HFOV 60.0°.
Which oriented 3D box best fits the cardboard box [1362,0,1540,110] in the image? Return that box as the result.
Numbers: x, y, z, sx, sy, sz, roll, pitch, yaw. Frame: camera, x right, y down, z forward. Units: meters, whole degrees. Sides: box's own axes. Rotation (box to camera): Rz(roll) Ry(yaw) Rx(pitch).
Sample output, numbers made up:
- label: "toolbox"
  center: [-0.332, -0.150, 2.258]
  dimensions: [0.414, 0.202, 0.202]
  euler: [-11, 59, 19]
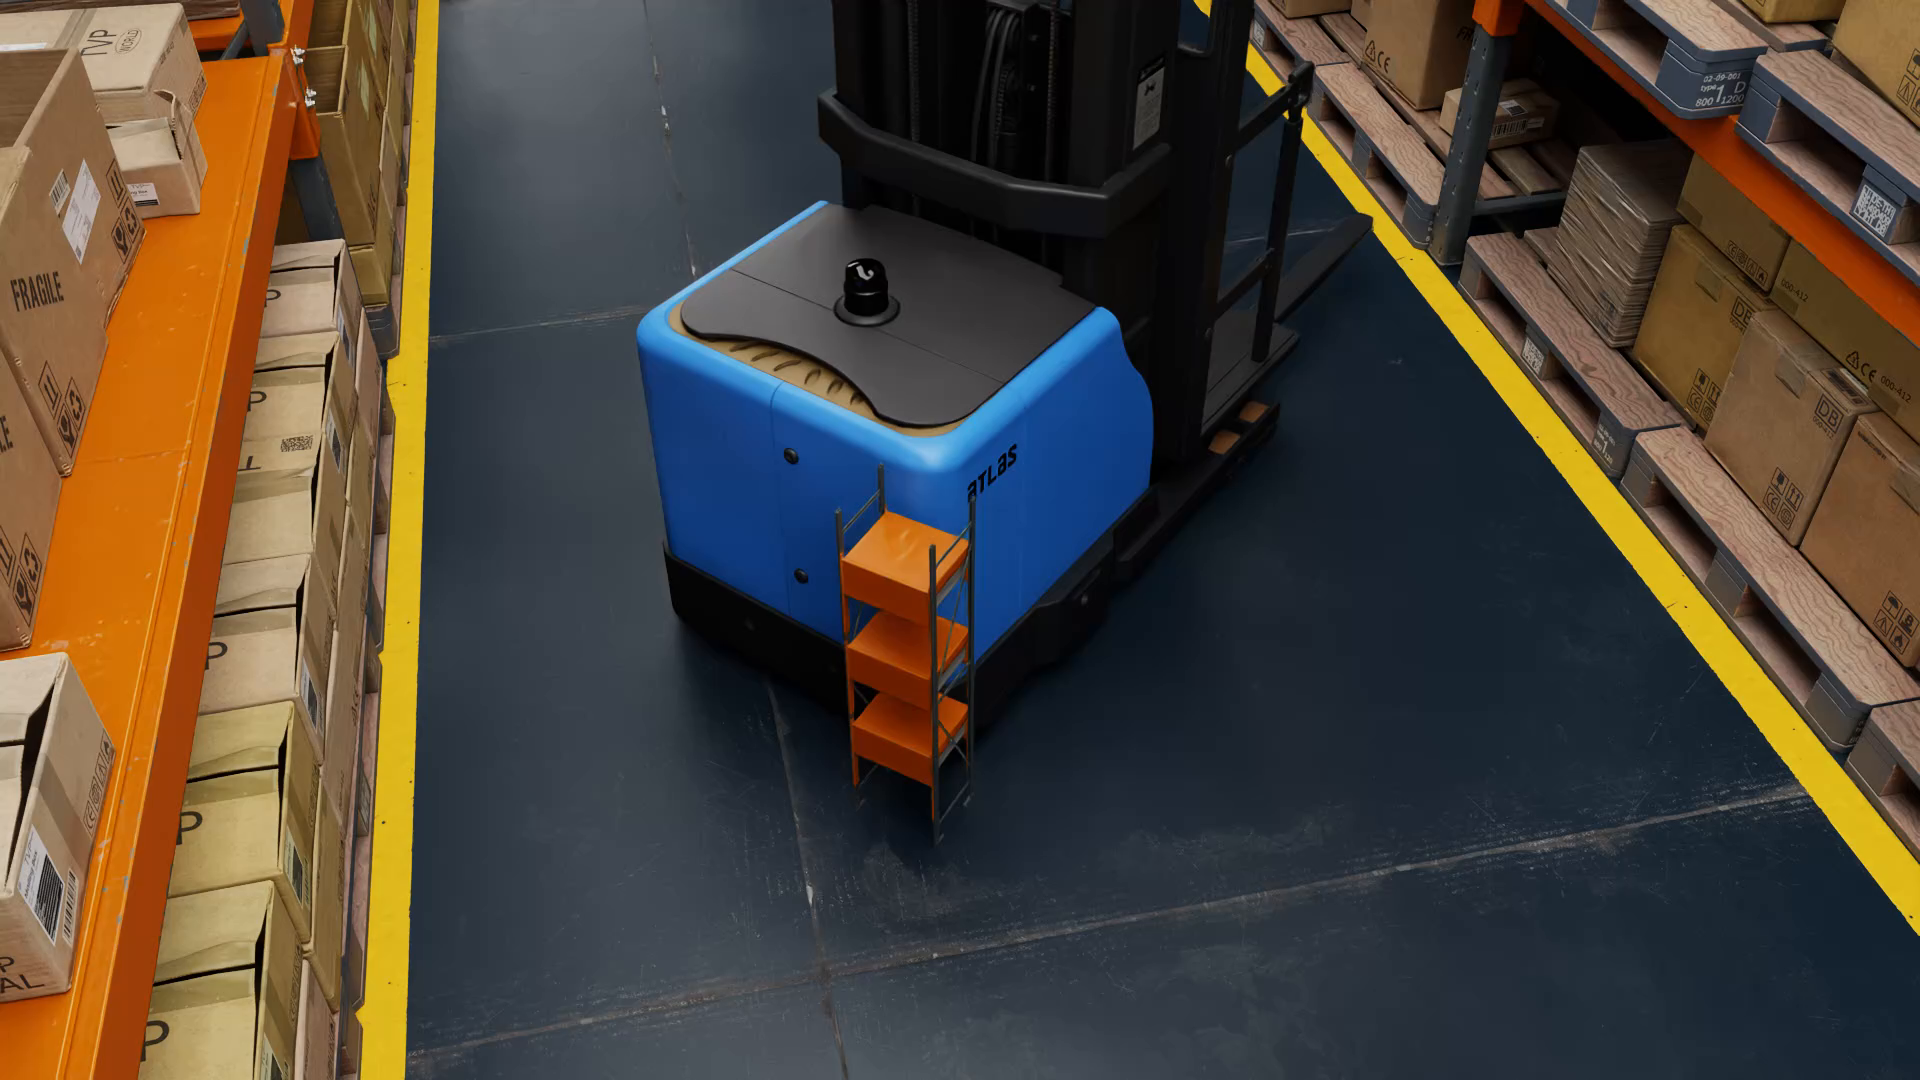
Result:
- label: "cardboard box"
  center: [2.068, -2.181, 6.999]
  dimensions: [0.500, 0.500, 0.500]
  euler: [-11, 43, -12]

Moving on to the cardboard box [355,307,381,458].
- label: "cardboard box"
  center: [-2.132, -0.473, 5.278]
  dimensions: [0.500, 0.250, 0.500]
  euler: [-9, 42, -10]

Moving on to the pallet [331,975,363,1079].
- label: "pallet"
  center: [-1.781, 1.525, 3.373]
  dimensions: [1.003, 0.211, 1.213]
  euler: [-8, 42, -9]

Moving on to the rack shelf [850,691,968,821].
- label: "rack shelf"
  center: [-0.123, 0.528, 4.299]
  dimensions: [0.240, 0.259, 0.215]
  euler: [20, 45, 21]

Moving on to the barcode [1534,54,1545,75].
- label: "barcode"
  center: [2.441, -2.003, 7.009]
  dimensions: [0.001, 0.075, 0.075]
  euler: [-8, 42, -9]

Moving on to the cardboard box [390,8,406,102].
- label: "cardboard box"
  center: [-2.628, -2.017, 7.018]
  dimensions: [0.500, 0.250, 0.500]
  euler: [-8, 42, -9]

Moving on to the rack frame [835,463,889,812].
- label: "rack frame"
  center: [-0.230, 0.273, 4.152]
  dimensions: [0.008, 1.050, 0.200]
  euler: [20, 45, 21]

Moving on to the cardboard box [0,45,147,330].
- label: "cardboard box"
  center: [-2.241, -0.767, 3.780]
  dimensions: [0.500, 0.500, 0.500]
  euler: [-6, 42, -6]

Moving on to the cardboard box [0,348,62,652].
- label: "cardboard box"
  center: [-2.019, -0.102, 3.030]
  dimensions: [0.500, 0.500, 0.500]
  euler: [-10, 43, -12]

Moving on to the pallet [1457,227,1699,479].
- label: "pallet"
  center: [2.501, -0.737, 5.921]
  dimensions: [1.003, 0.211, 1.213]
  euler: [-8, 42, -9]

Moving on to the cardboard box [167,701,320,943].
- label: "cardboard box"
  center: [-1.697, 0.631, 3.612]
  dimensions: [0.500, 0.311, 0.500]
  euler: [-9, 42, -10]

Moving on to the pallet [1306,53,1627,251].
- label: "pallet"
  center: [2.152, -1.671, 6.974]
  dimensions: [1.003, 0.211, 1.213]
  euler: [-8, 42, -9]

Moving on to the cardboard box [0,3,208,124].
- label: "cardboard box"
  center: [-2.356, -1.203, 4.458]
  dimensions: [0.500, 0.250, 0.500]
  euler: [-6, 42, -7]

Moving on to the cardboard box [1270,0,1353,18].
- label: "cardboard box"
  center: [1.762, -2.793, 7.688]
  dimensions: [0.700, 0.500, 0.500]
  euler: [-11, 43, -12]

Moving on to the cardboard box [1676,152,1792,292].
- label: "cardboard box"
  center: [2.605, -1.034, 5.142]
  dimensions: [0.500, 0.250, 0.500]
  euler: [-9, 42, -10]

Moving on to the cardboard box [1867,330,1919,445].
- label: "cardboard box"
  center: [2.811, -0.372, 4.396]
  dimensions: [0.500, 0.250, 0.500]
  euler: [-9, 42, -9]

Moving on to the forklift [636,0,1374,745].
- label: "forklift"
  center: [0.412, -1.463, 4.690]
  dimensions: [1.130, 2.935, 3.031]
  euler: [25, 48, 26]

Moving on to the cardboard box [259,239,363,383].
- label: "cardboard box"
  center: [-2.137, -0.689, 5.099]
  dimensions: [0.500, 0.311, 0.500]
  euler: [-8, 42, -9]

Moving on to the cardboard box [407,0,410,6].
- label: "cardboard box"
  center: [-2.844, -2.666, 7.748]
  dimensions: [0.500, 0.250, 0.500]
  euler: [-8, 42, -9]

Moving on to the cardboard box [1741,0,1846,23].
- label: "cardboard box"
  center: [2.522, -1.788, 4.598]
  dimensions: [0.700, 0.500, 0.500]
  euler: [-4, 42, -5]

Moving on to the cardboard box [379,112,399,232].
- label: "cardboard box"
  center: [-2.412, -1.369, 6.288]
  dimensions: [0.500, 0.250, 0.500]
  euler: [-8, 42, -9]

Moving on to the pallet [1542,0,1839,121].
- label: "pallet"
  center: [2.354, -1.696, 5.045]
  dimensions: [1.003, 0.211, 1.213]
  euler: [-8, 42, -9]

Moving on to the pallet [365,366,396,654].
- label: "pallet"
  center: [-2.307, -0.057, 5.155]
  dimensions: [1.003, 0.211, 1.213]
  euler: [-8, 42, -9]

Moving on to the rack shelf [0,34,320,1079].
- label: "rack shelf"
  center: [-2.073, -0.006, 3.539]
  dimensions: [1.077, 0.370, 4.000]
  euler: [-8, 42, -9]

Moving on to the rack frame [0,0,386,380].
- label: "rack frame"
  center: [-2.505, -1.572, 4.761]
  dimensions: [1.000, 3.000, 0.127]
  euler: [-8, 42, -9]

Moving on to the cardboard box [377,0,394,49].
- label: "cardboard box"
  center: [-2.625, -2.298, 6.770]
  dimensions: [0.500, 0.500, 0.500]
  euler: [-8, 42, -9]

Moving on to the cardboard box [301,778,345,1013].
- label: "cardboard box"
  center: [-1.695, 0.849, 3.789]
  dimensions: [0.500, 0.250, 0.500]
  euler: [-9, 42, -10]

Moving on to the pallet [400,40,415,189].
- label: "pallet"
  center: [-2.902, -1.843, 7.167]
  dimensions: [1.003, 0.211, 1.213]
  euler: [-8, 42, -9]

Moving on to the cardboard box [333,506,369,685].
- label: "cardboard box"
  center: [-1.914, 0.187, 4.535]
  dimensions: [0.500, 0.250, 0.500]
  euler: [-7, 42, -8]

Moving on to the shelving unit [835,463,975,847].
- label: "shelving unit"
  center: [-0.123, 0.312, 4.107]
  dimensions: [0.252, 1.050, 0.215]
  euler: [20, 45, 21]

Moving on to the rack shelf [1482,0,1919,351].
- label: "rack shelf"
  center: [2.763, -0.718, 4.342]
  dimensions: [1.077, 0.370, 4.000]
  euler: [-8, 42, -9]

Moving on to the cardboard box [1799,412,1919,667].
- label: "cardboard box"
  center: [2.856, -0.049, 4.597]
  dimensions: [0.700, 0.500, 0.500]
  euler: [-9, 42, -10]

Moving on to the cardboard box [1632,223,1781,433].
- label: "cardboard box"
  center: [2.667, -0.711, 5.343]
  dimensions: [0.700, 0.500, 0.500]
  euler: [-9, 42, -10]

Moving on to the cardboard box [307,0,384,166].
- label: "cardboard box"
  center: [-2.415, -1.649, 6.038]
  dimensions: [0.500, 0.500, 0.500]
  euler: [-8, 42, -9]

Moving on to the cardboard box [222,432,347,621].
- label: "cardboard box"
  center: [-1.913, -0.029, 4.355]
  dimensions: [0.500, 0.311, 0.500]
  euler: [-8, 42, -9]

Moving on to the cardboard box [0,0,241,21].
- label: "cardboard box"
  center: [-2.607, -1.896, 5.051]
  dimensions: [0.700, 0.500, 0.500]
  euler: [-9, 42, -10]
